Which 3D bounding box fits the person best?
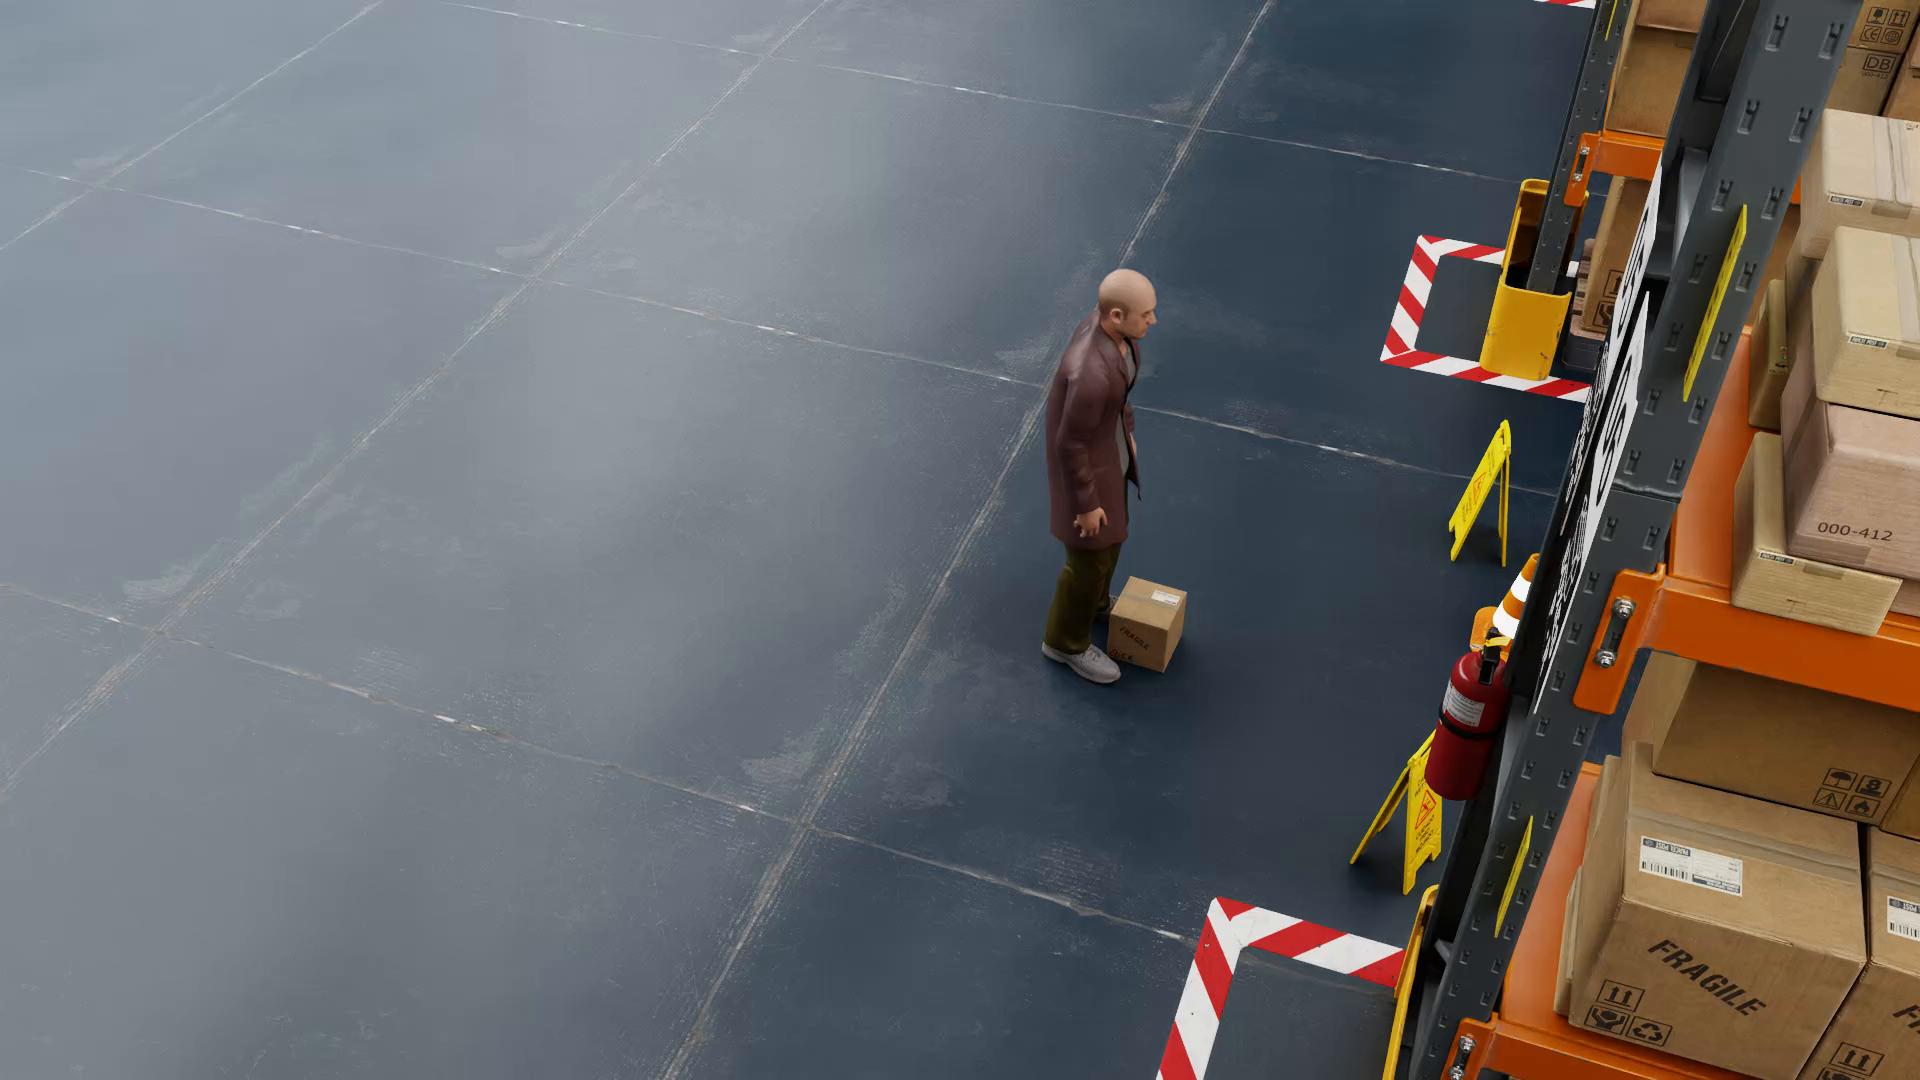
[{"bbox_3d":[0.543,-0.278,6.490,0.420,1.774,0.643,13,43,15],"label":"person"}]
